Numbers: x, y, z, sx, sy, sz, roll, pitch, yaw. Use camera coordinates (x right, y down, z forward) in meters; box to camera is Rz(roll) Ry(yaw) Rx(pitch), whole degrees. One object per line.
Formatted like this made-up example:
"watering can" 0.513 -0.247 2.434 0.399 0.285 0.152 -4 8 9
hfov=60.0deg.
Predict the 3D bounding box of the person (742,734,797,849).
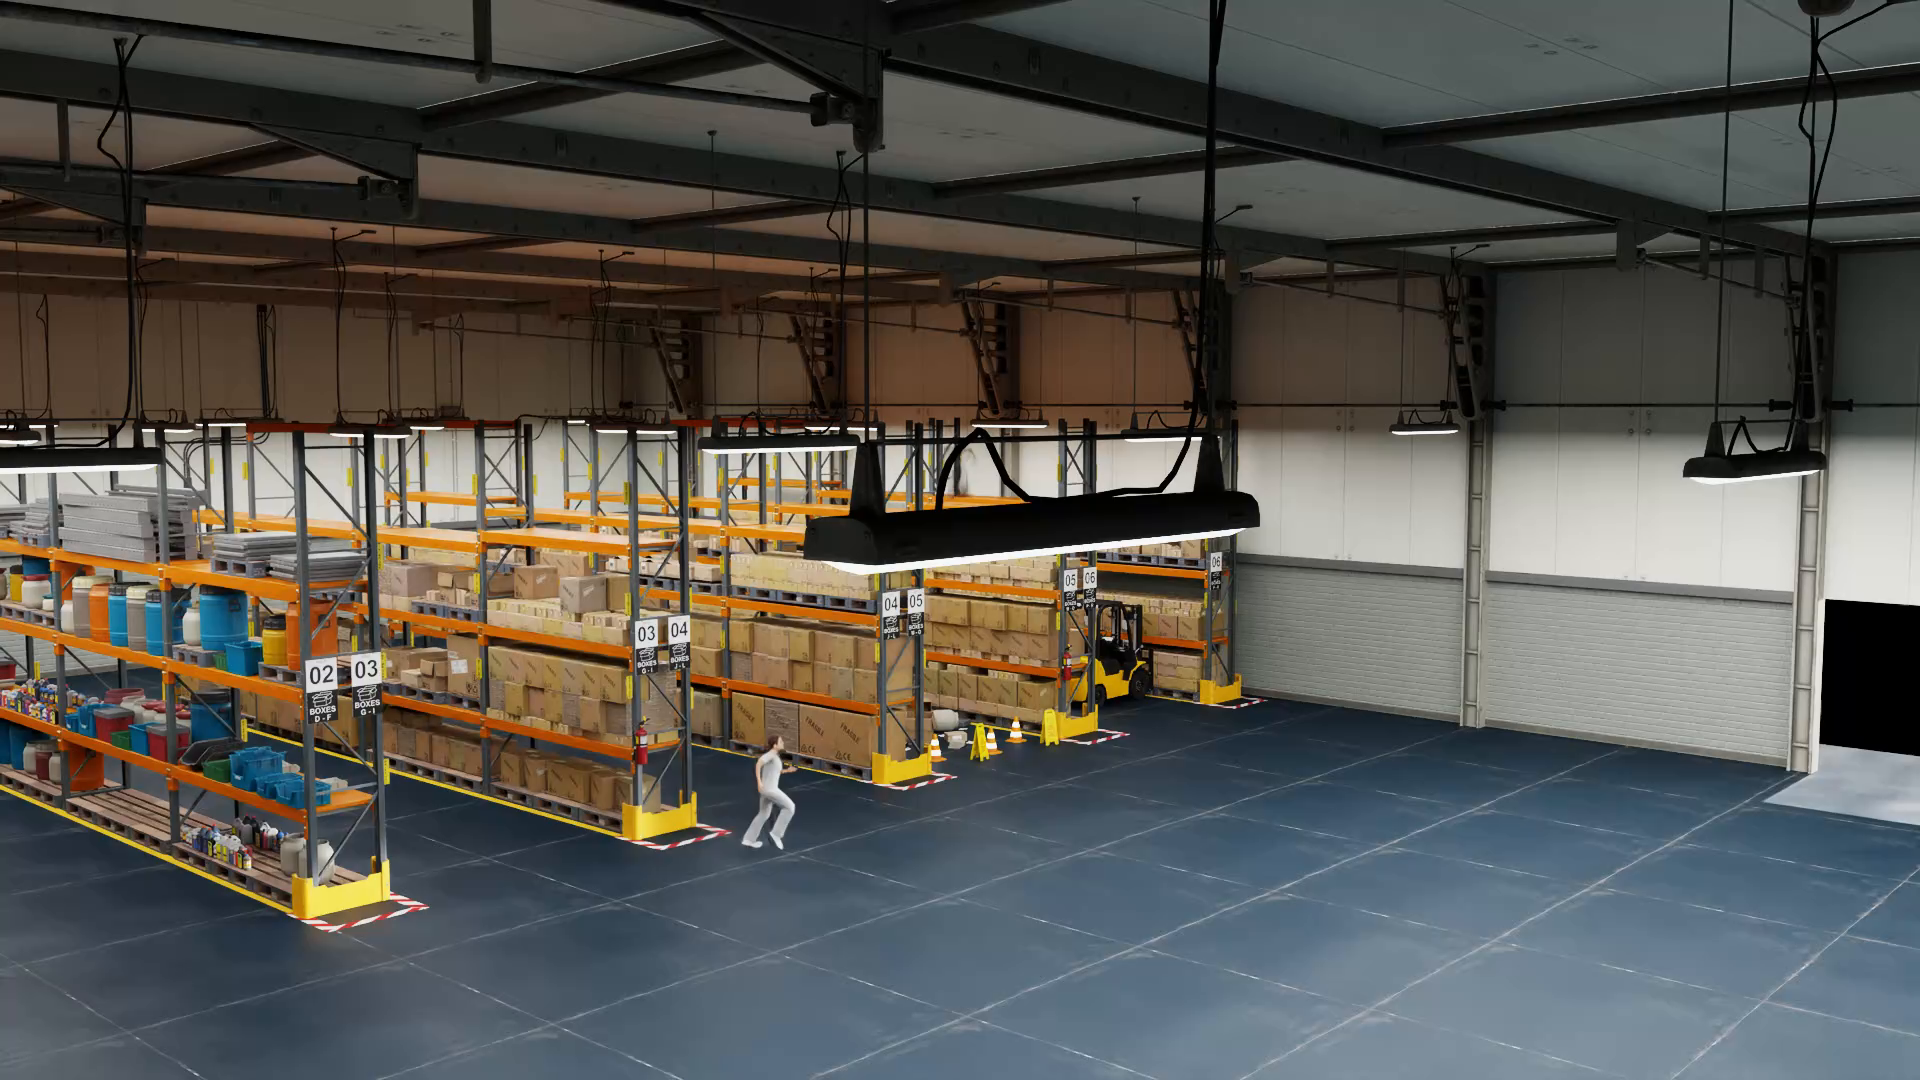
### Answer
"person" -2.702 3.571 23.566 0.797 1.651 0.591 -1 5 -7
